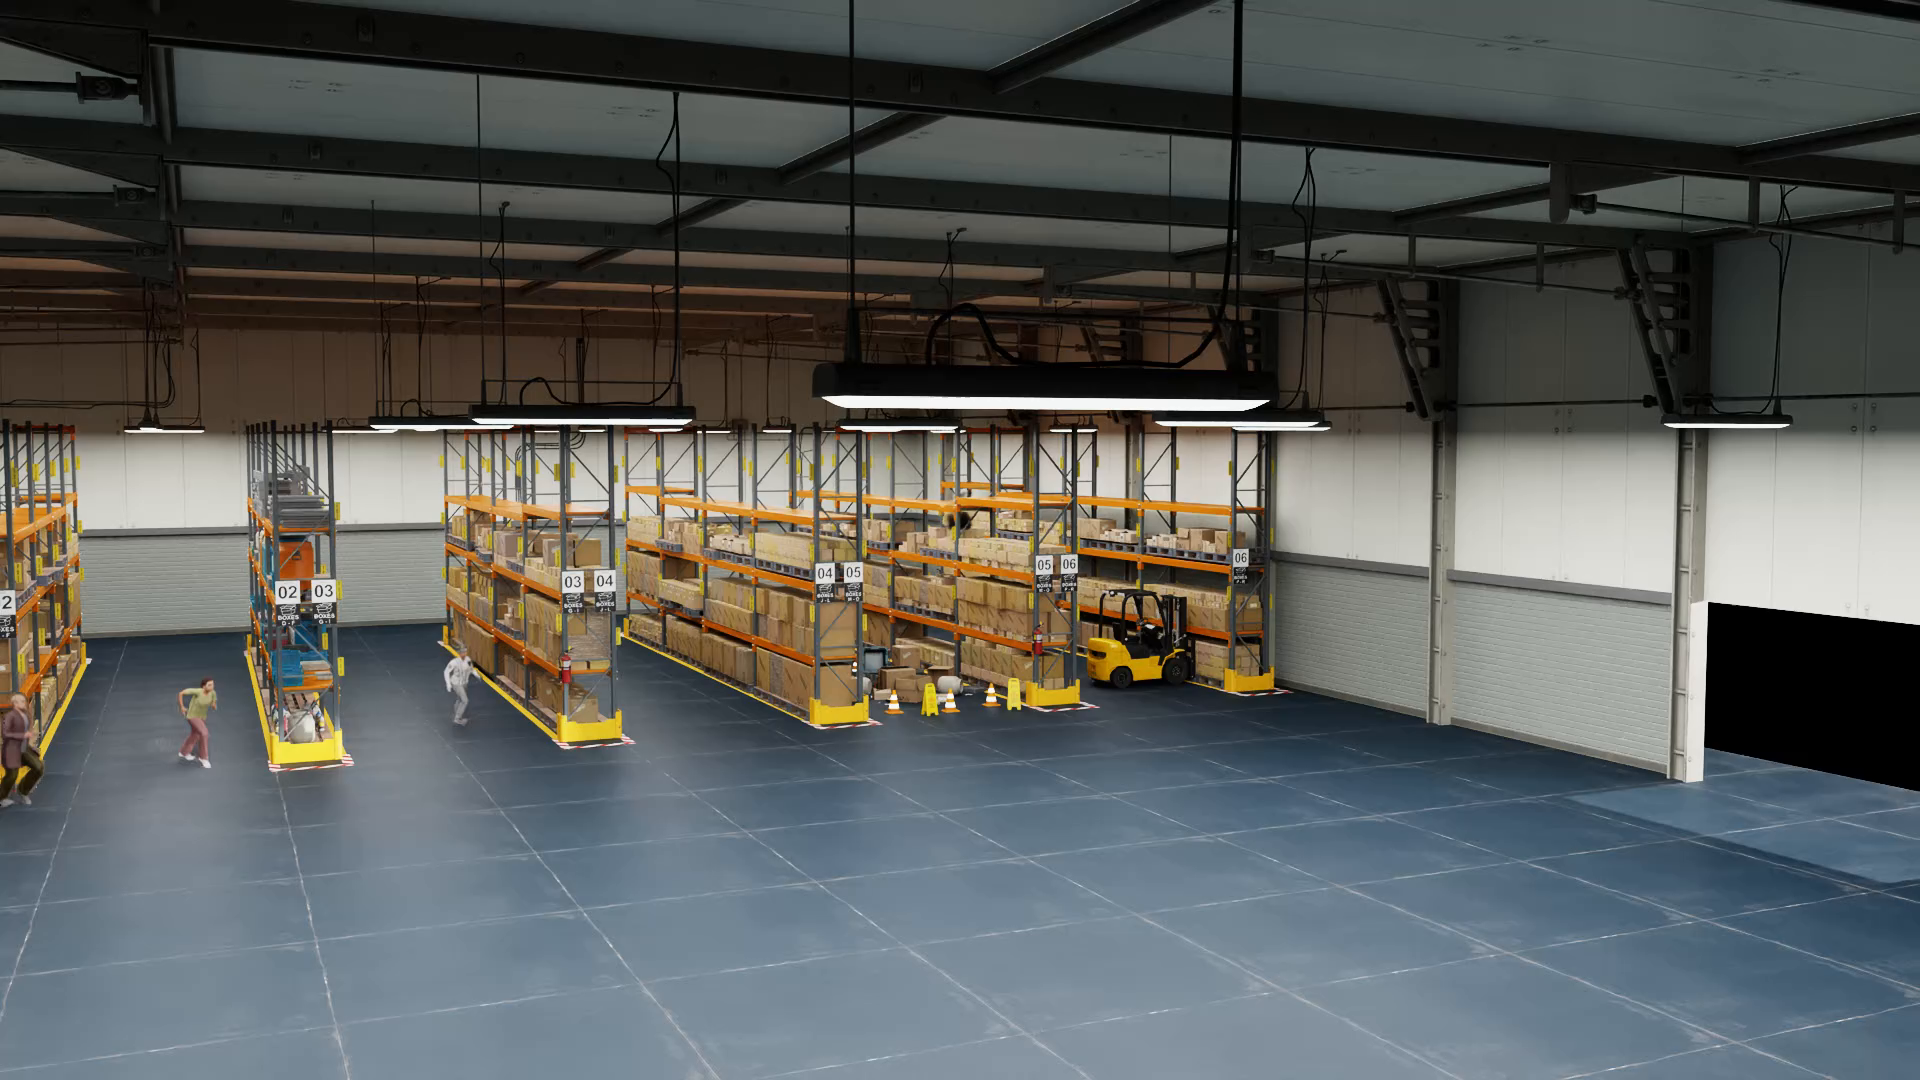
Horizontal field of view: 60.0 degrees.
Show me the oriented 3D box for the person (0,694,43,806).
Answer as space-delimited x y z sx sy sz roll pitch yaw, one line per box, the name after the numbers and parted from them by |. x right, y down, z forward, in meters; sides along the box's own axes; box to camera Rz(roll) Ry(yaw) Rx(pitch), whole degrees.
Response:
-14.521 3.253 25.641 0.802 1.758 0.709 1 4 11 | person

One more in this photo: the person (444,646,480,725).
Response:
-9.868 2.889 33.043 0.771 1.634 0.603 1 4 19 | person

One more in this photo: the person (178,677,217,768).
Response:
-13.278 3.155 28.857 0.942 1.618 0.624 2 4 30 | person
